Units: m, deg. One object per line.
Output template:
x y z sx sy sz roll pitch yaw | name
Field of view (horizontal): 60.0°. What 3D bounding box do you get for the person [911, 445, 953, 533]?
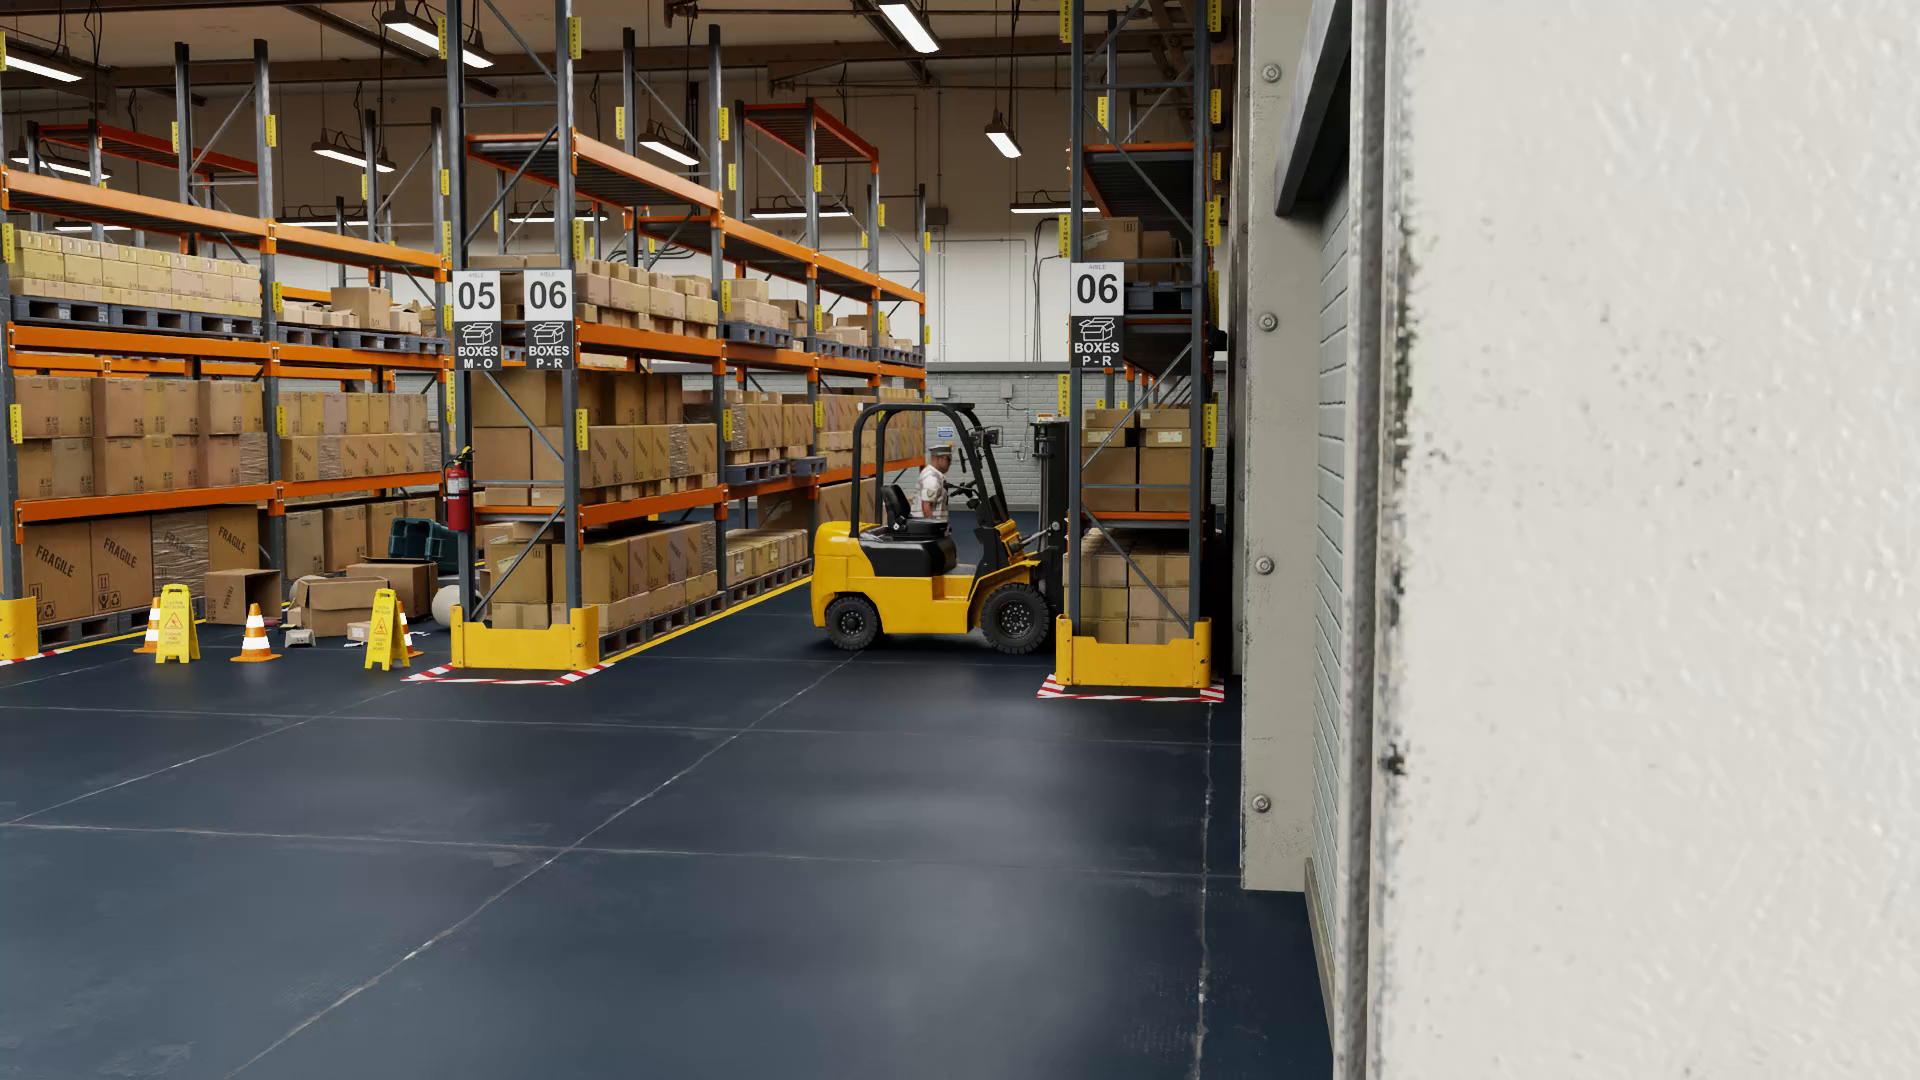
-0.273 -0.070 16.495 0.434 1.748 0.578 1 4 7 | person
